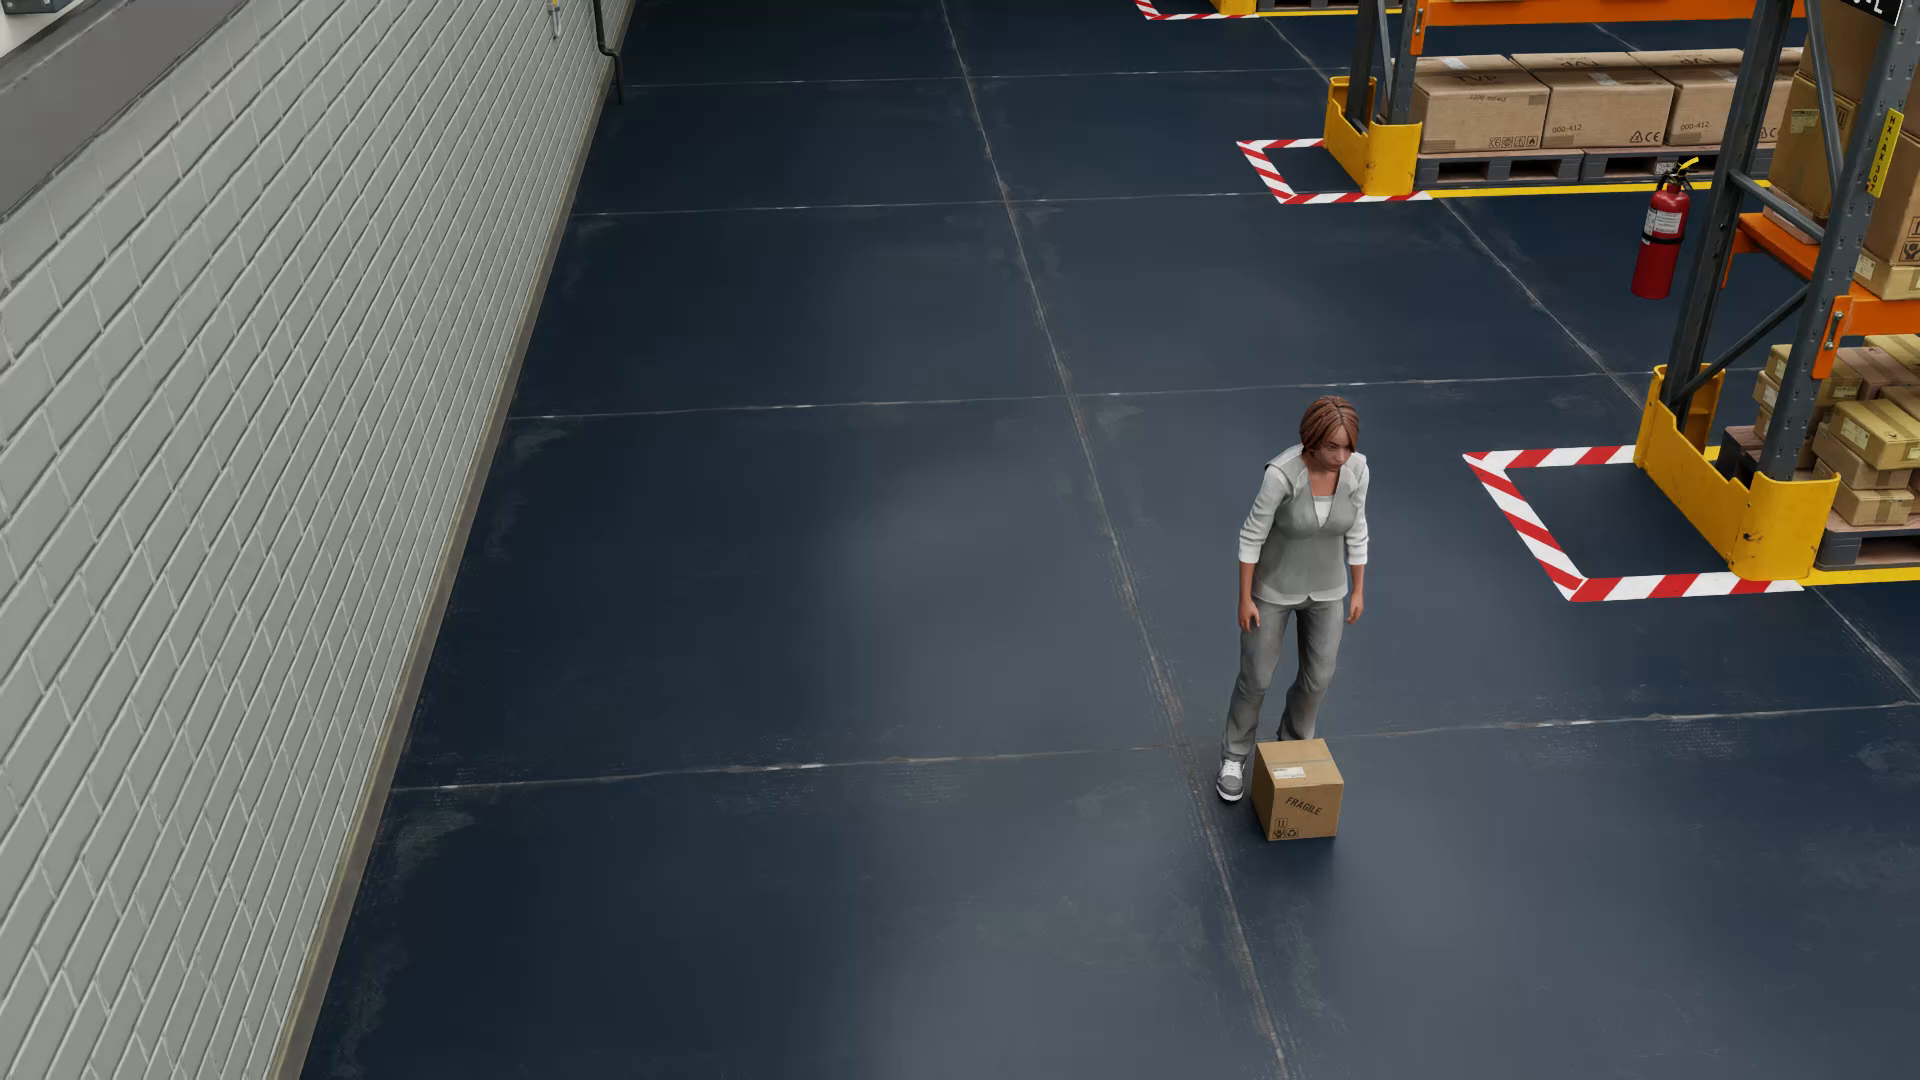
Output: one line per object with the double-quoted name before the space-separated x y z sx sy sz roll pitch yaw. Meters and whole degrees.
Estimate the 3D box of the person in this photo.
"person" 1.181 0.209 5.814 0.485 1.582 0.371 -4 32 -7
